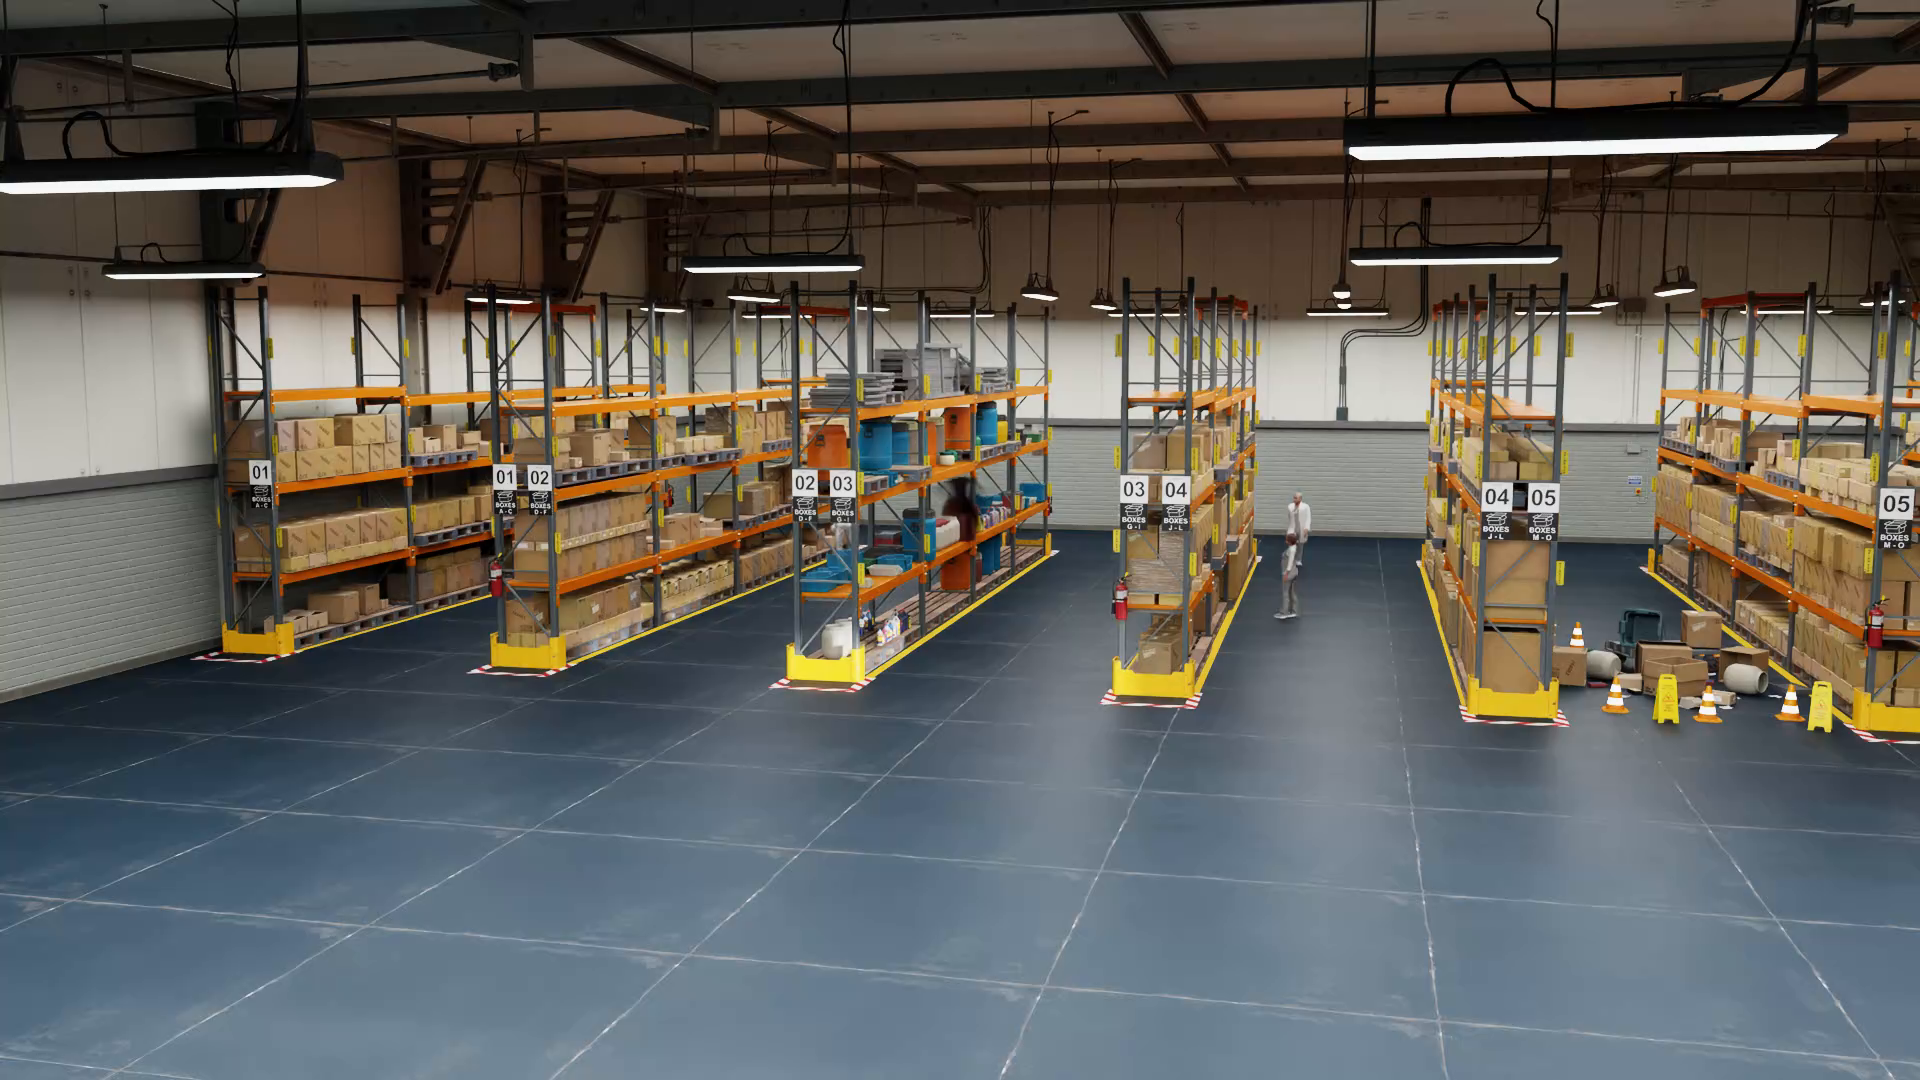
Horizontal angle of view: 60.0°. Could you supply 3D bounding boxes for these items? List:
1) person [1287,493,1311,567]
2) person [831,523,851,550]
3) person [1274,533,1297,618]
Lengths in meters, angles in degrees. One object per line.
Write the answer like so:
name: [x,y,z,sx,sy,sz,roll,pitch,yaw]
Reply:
person: [7.680,-0.214,37.705,0.543,1.719,1.119,1,7,11]
person: [-2.519,-0.303,36.123,0.648,1.730,1.031,1,7,11]
person: [6.065,0.665,30.907,0.404,1.600,0.475,3,7,25]
